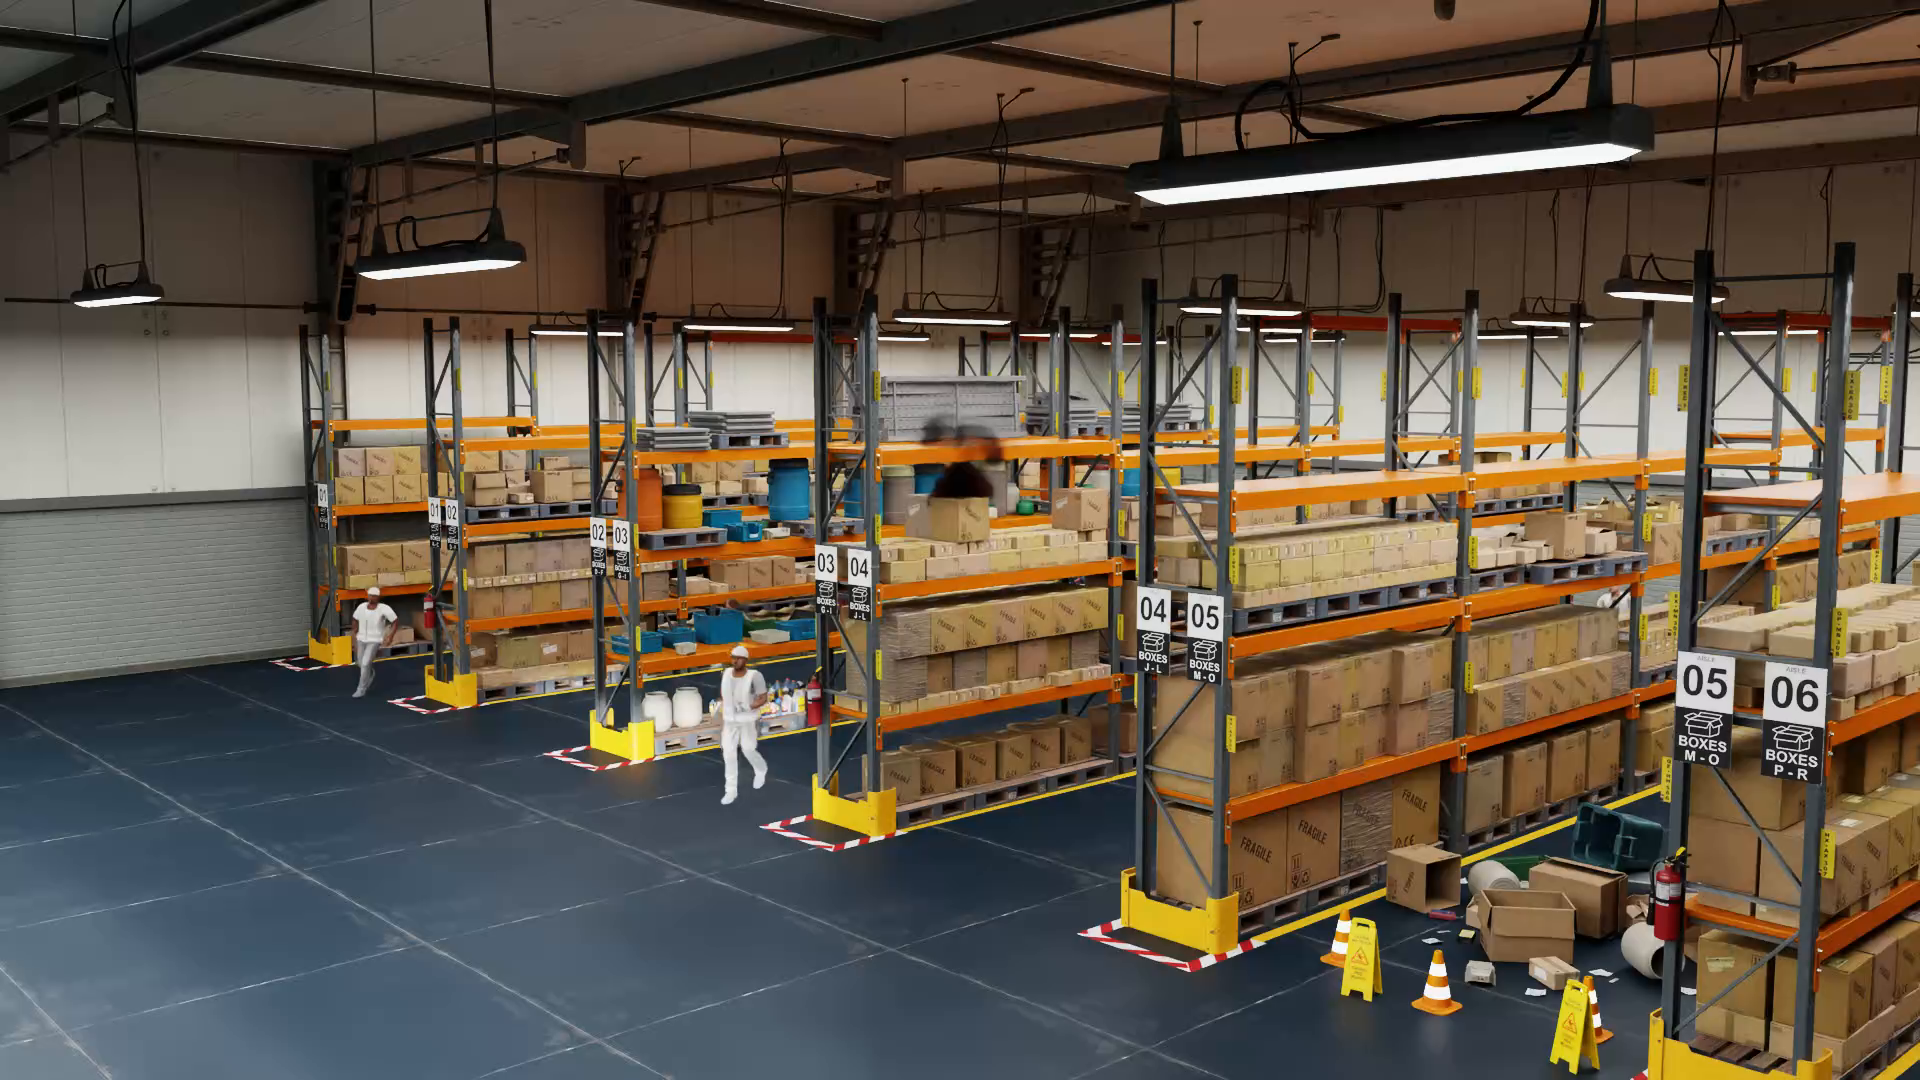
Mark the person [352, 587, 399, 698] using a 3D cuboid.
[{"bbox_3d":[-9.398,1.607,26.629,0.762,1.739,0.820,1,6,9],"label":"person"}]

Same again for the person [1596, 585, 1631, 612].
[{"bbox_3d":[11.046,1.503,27.910,0.776,1.702,0.594,4,7,37],"label":"person"}]

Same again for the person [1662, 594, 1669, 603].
[{"bbox_3d":[10.944,1.727,25.739,0.795,1.800,0.640,-5,8,-41],"label":"person"}]

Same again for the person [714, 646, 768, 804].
[{"bbox_3d":[-2.553,2.118,19.453,0.695,1.789,0.865,2,6,18],"label":"person"}]

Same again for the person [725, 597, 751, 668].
[{"bbox_3d":[-3.568,1.718,26.245,0.565,1.606,0.778,4,7,34],"label":"person"}]
